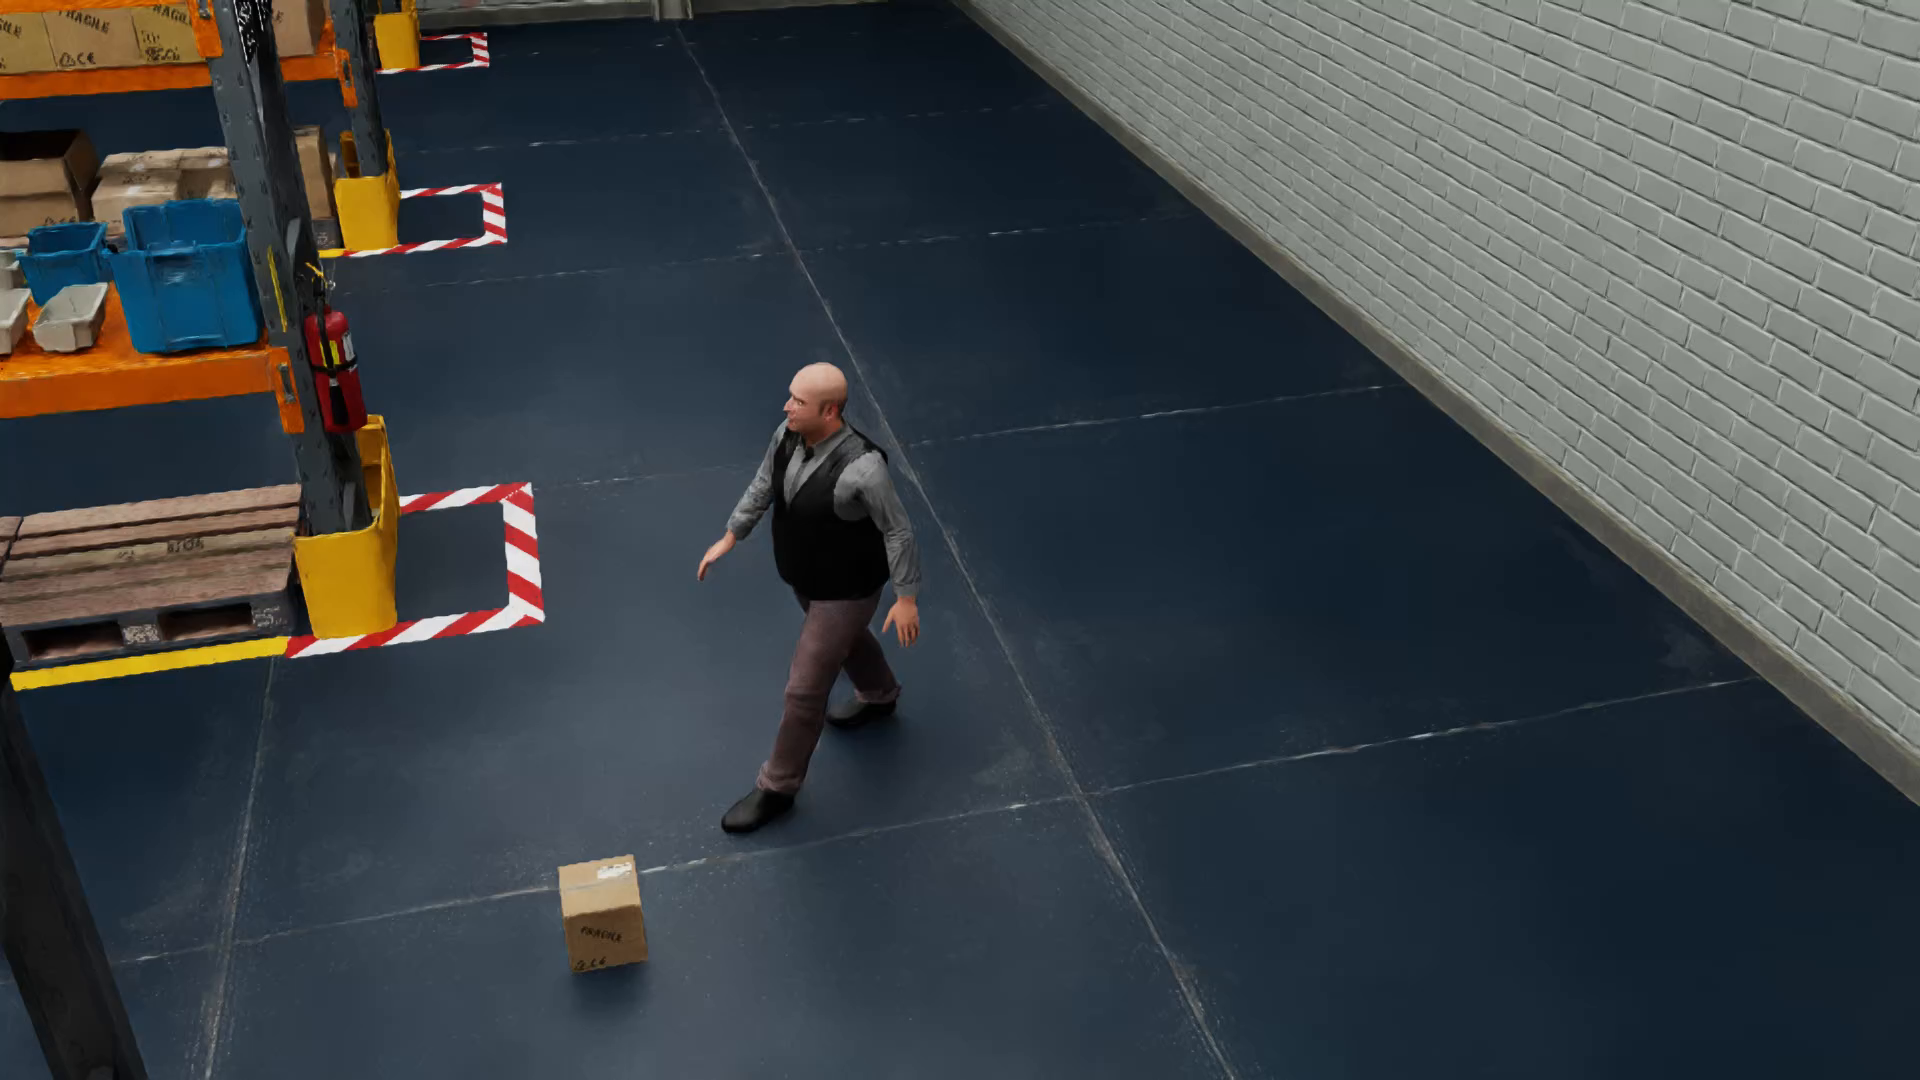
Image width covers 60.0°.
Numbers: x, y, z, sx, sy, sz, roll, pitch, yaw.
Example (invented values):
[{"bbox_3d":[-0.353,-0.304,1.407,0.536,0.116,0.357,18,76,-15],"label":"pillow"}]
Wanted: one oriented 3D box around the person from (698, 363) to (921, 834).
[{"bbox_3d":[-0.509,0.166,5.875,0.958,1.684,0.713,-23,37,-34],"label":"person"}]
